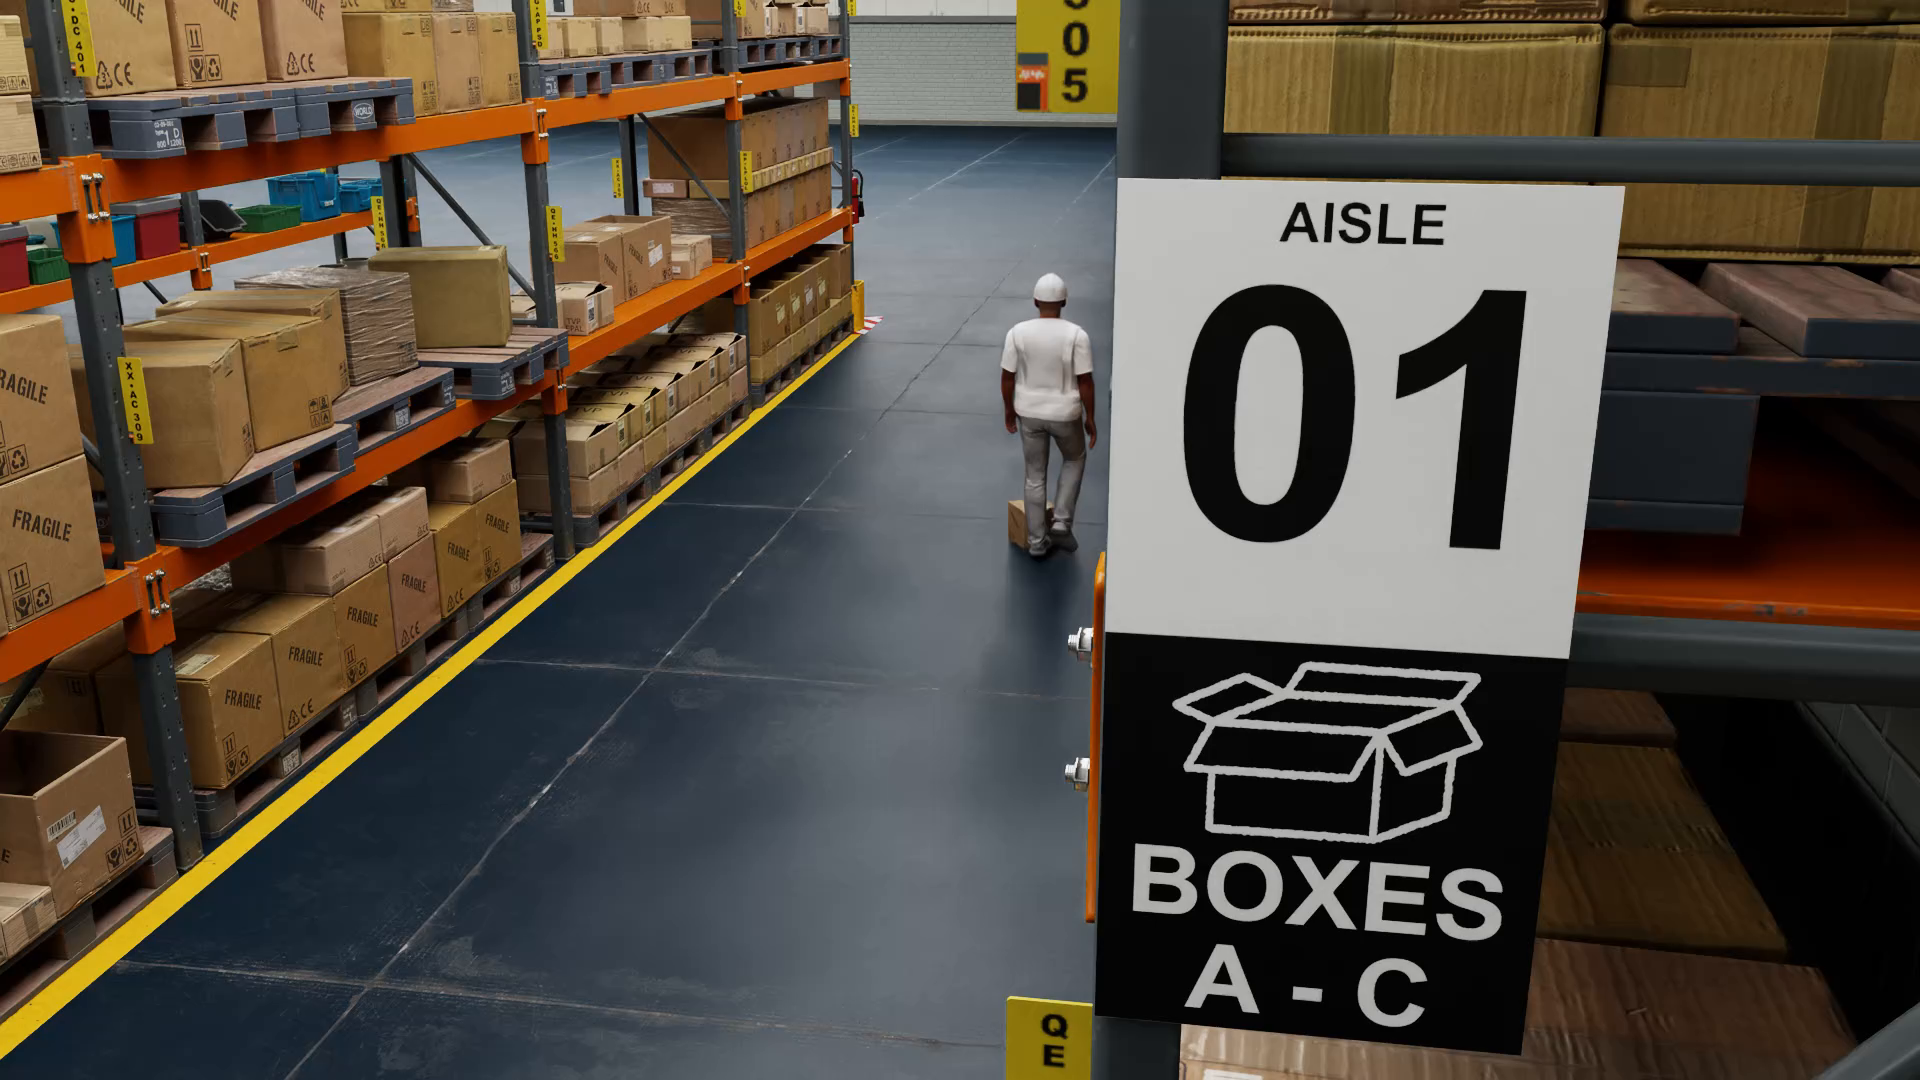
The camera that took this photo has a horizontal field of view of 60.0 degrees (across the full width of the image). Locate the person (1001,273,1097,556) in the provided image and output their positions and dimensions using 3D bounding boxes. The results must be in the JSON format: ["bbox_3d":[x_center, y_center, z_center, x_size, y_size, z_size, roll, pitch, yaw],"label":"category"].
[{"bbox_3d":[0.567,-0.772,10.408,0.621,1.808,0.509,3,18,10],"label":"person"}]
